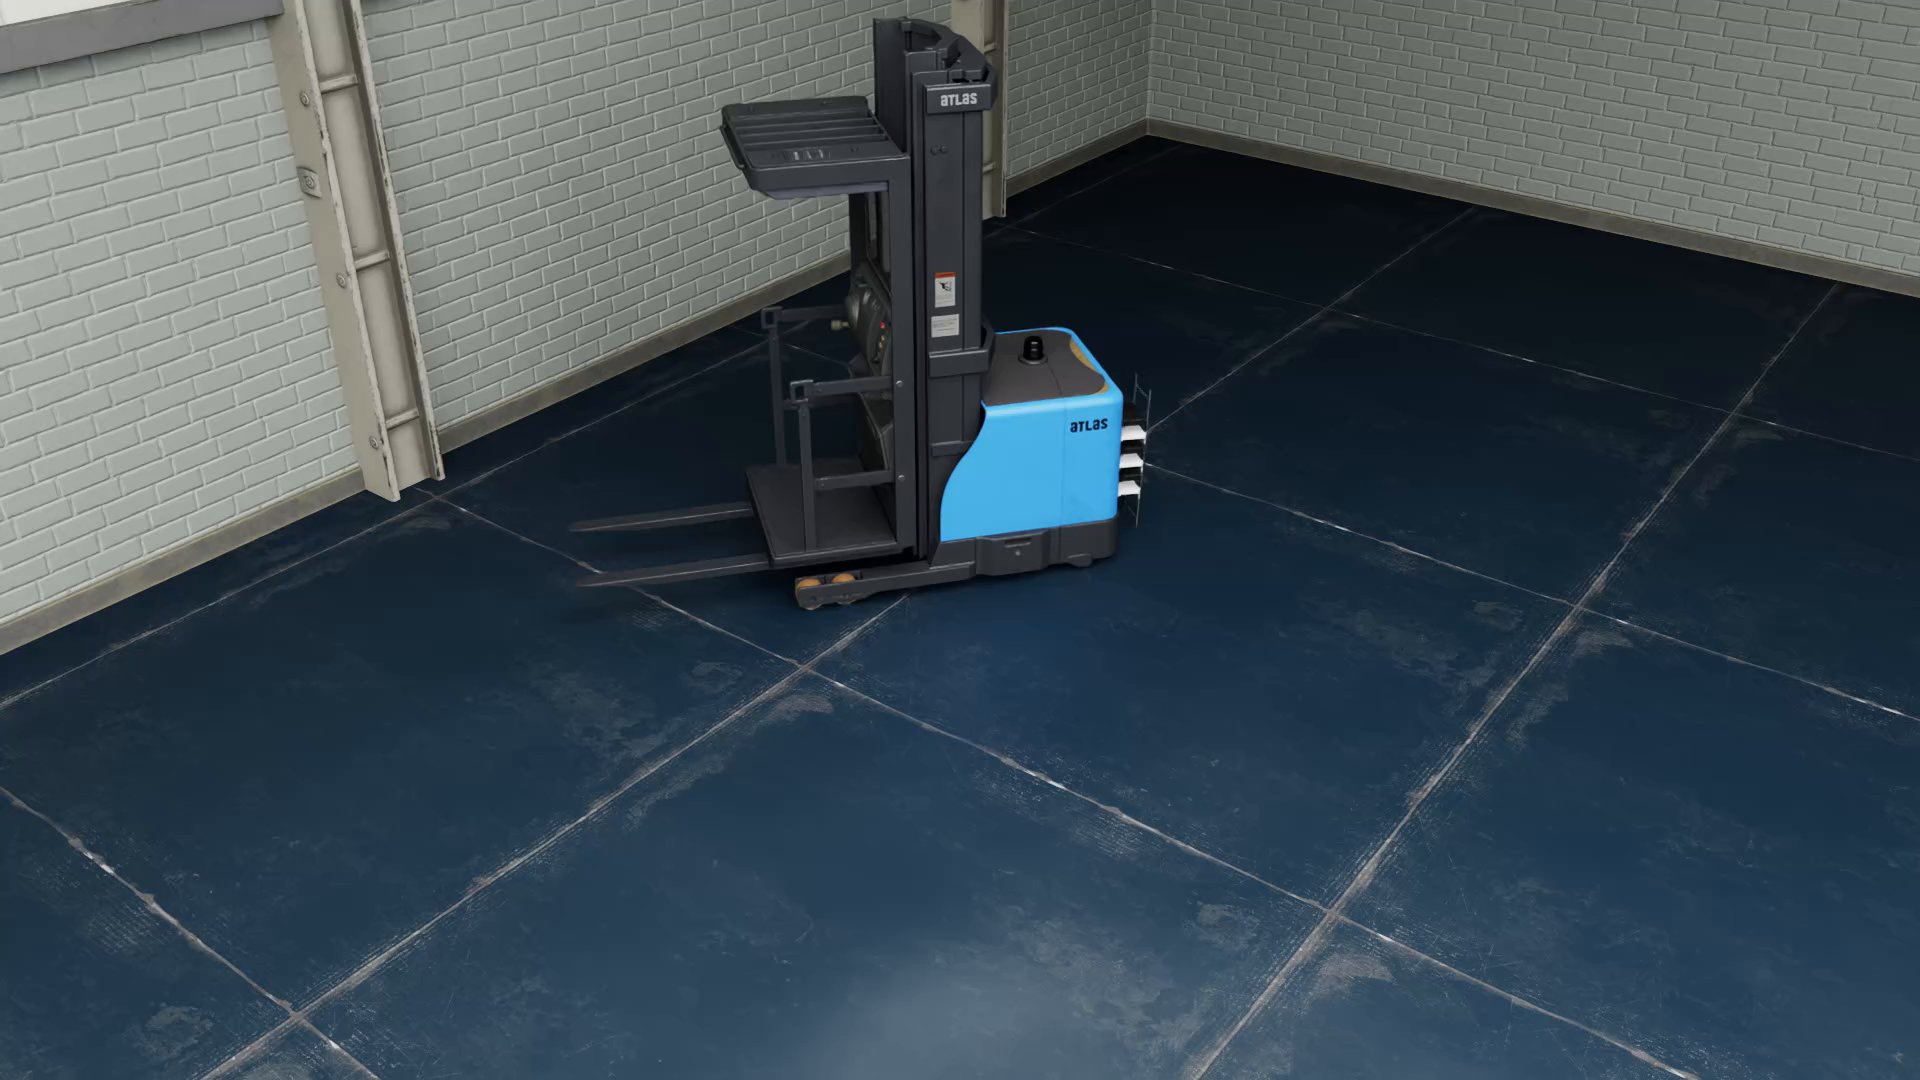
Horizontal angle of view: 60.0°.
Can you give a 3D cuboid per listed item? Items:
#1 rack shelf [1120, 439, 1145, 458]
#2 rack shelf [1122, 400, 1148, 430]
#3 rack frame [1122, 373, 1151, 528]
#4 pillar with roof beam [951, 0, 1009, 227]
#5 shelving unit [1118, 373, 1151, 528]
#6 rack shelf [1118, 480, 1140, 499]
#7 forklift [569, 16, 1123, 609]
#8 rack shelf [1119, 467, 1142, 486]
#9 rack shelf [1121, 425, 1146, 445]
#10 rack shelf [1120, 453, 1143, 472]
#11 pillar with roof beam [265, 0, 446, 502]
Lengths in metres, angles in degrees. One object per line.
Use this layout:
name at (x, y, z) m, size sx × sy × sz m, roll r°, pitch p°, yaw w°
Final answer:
rack shelf at (0.936, -0.557, 9.688) m, size 0.200 × 0.077 × 0.258 m, roll -6°, pitch 31°, yaw -14°
rack shelf at (0.943, -0.713, 9.598) m, size 0.200 × 0.077 × 0.258 m, roll -6°, pitch 31°, yaw -14°
rack frame at (1.032, -0.518, 9.741) m, size 0.006 × 0.900 × 0.240 m, roll -6°, pitch 31°, yaw -14°
pillar with roof beam at (3.596, -5.344, 9.940) m, size 9.100 × 9.000 × 0.400 m, roll 21°, pitch 37°, yaw 31°
shelving unit at (0.934, -0.508, 9.717) m, size 0.210 × 0.900 × 0.258 m, roll -6°, pitch 31°, yaw -14°
rack shelf at (0.926, -0.323, 9.823) m, size 0.200 × 0.077 × 0.258 m, roll -6°, pitch 31°, yaw -14°
forklift at (-0.672, -1.179, 8.865) m, size 3.031 × 2.935 × 1.130 m, roll -7°, pitch 31°, yaw -12°
rack shelf at (0.929, -0.401, 9.778) m, size 0.200 × 0.077 × 0.258 m, roll -6°, pitch 31°, yaw -14°
rack shelf at (0.940, -0.635, 9.643) m, size 0.200 × 0.077 × 0.258 m, roll -6°, pitch 31°, yaw -14°
rack shelf at (0.933, -0.479, 9.733) m, size 0.200 × 0.077 × 0.258 m, roll -6°, pitch 31°, yaw -14°
pillar with roof beam at (-0.026, -2.905, 5.825) m, size 9.100 × 9.000 × 0.400 m, roll 21°, pitch 37°, yaw 31°
